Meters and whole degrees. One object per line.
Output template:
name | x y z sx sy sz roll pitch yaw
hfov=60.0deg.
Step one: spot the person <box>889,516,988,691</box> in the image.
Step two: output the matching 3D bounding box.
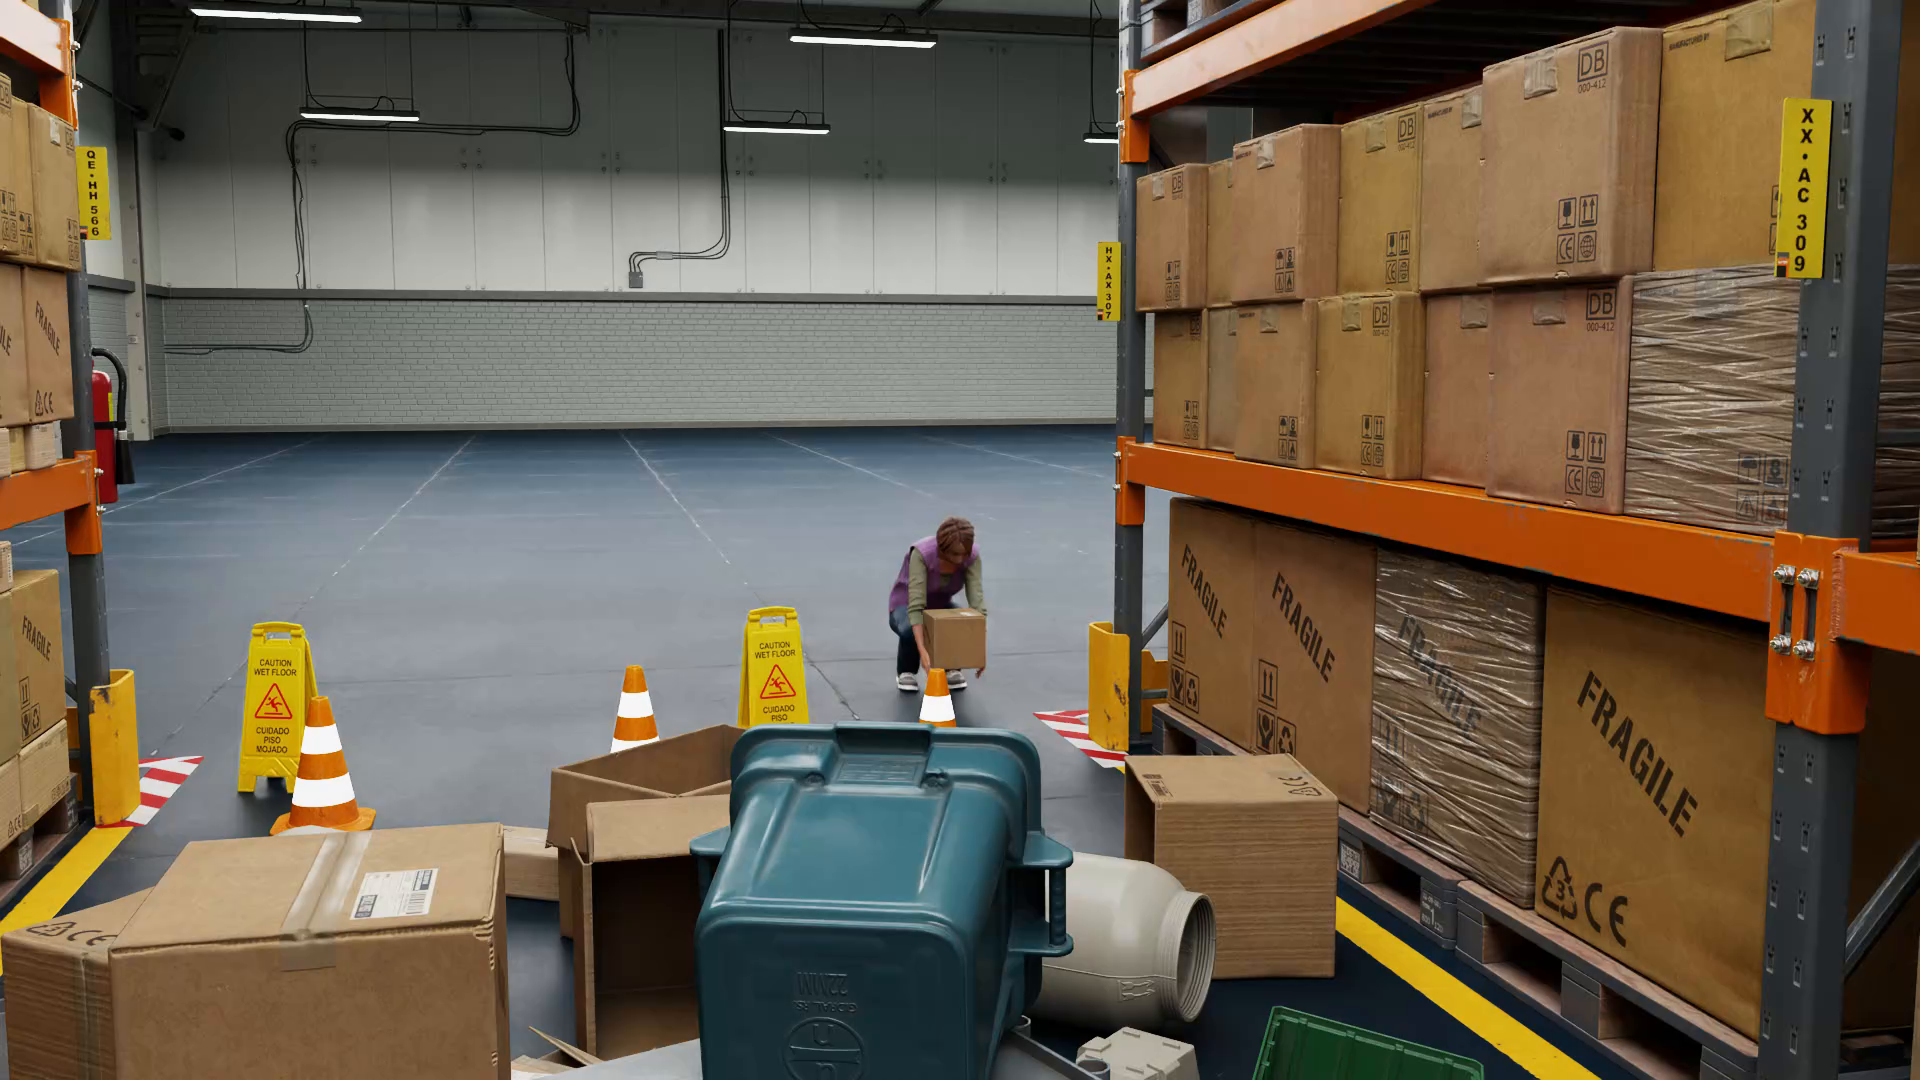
person | -0.110 0.315 8.226 0.431 0.905 0.825 -2 7 -15
